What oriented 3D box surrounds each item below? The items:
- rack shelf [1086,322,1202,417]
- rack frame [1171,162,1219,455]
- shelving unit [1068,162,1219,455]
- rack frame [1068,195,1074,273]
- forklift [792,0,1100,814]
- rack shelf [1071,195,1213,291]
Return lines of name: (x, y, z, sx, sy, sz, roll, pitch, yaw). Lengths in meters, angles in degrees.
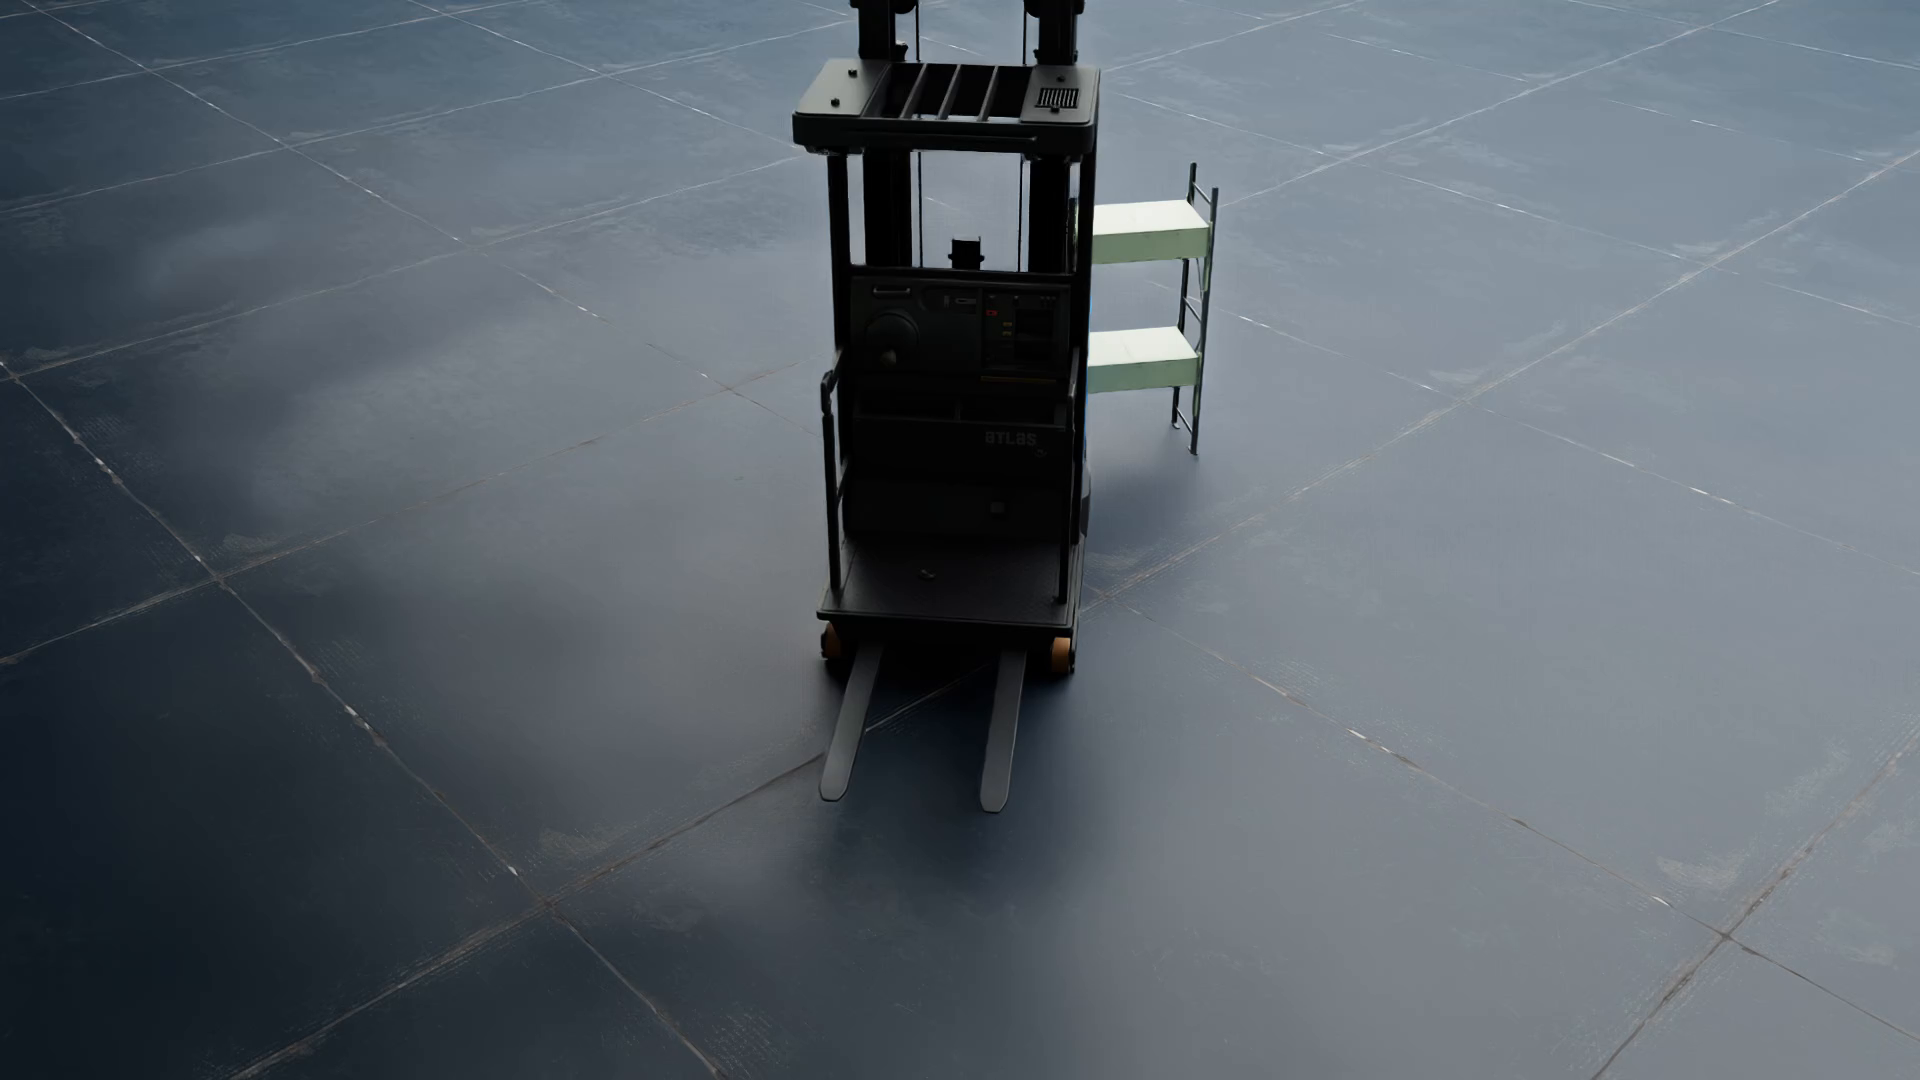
rack shelf: (0.872, -0.889, 8.891, 0.720, 0.370, 0.431, -5, 32, -9)
rack frame: (1.233, -1.202, 8.777, 0.023, 1.500, 0.400, -5, 32, -9)
shelving unit: (0.872, -1.168, 8.721, 0.755, 1.500, 0.431, -5, 32, -9)
rack frame: (0.512, -1.134, 8.666, 0.023, 1.500, 0.400, -5, 32, -9)
forklift: (-0.022, -0.853, 6.835, 1.130, 2.935, 3.031, 3, 32, 5)
rack shelf: (0.873, -1.501, 8.518, 0.720, 0.370, 0.431, -5, 32, -9)
